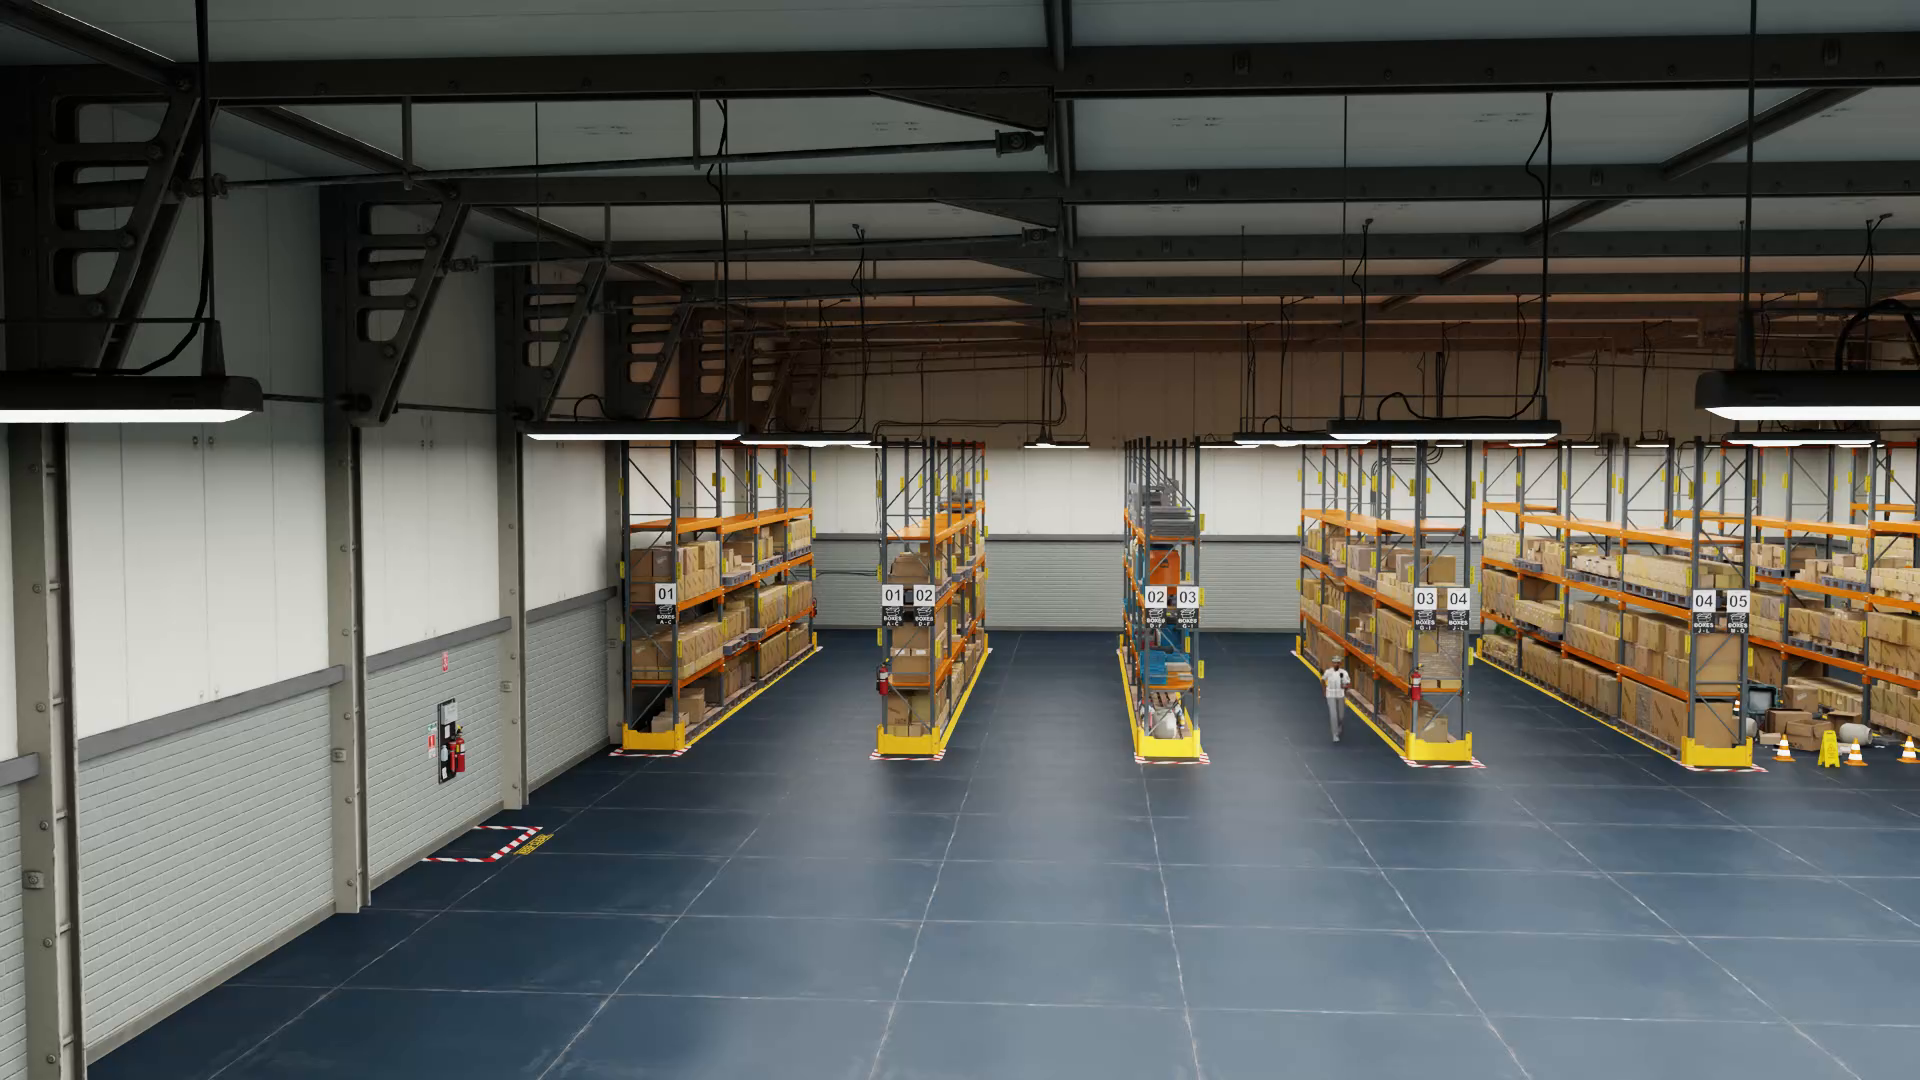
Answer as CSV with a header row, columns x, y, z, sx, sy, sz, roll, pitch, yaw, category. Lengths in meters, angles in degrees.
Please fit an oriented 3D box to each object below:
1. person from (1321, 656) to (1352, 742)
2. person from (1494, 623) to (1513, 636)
x,y,z,sx,sy,sz,roll,pitch,yaw,category
7.443,3.103,32.895,0.582,1.669,0.853,1,3,10,person
15.641,2.300,47.604,0.924,1.805,0.676,0,3,2,person
